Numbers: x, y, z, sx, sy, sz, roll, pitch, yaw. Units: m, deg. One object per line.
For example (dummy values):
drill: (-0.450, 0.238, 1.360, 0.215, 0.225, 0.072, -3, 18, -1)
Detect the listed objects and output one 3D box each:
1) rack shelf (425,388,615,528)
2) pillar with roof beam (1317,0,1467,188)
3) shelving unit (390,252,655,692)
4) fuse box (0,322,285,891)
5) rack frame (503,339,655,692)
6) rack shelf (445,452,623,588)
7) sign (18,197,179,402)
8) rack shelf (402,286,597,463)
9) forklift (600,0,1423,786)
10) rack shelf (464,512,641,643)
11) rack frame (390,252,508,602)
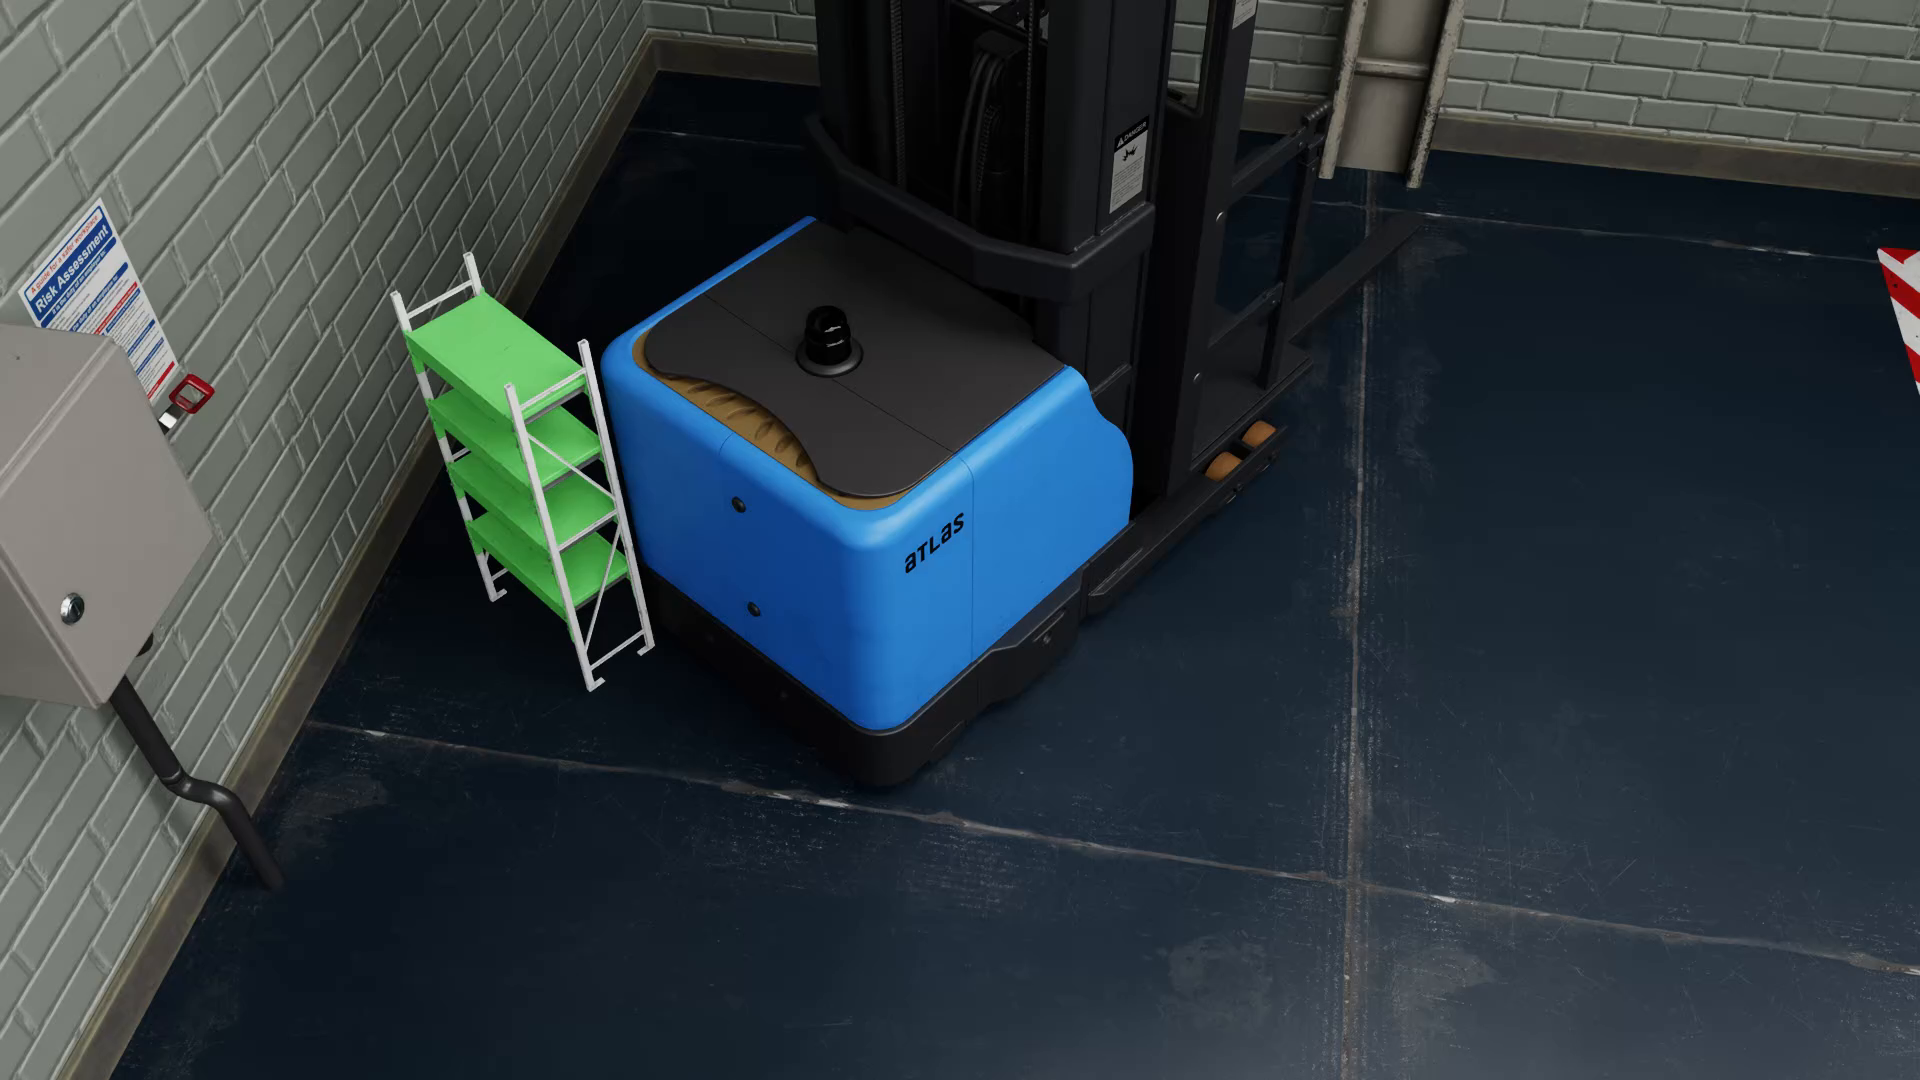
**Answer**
rack shelf: (-1.175, -0.270, 4.449, 0.480, 0.148, 0.258, 36, 57, 28)
pillar with roof beam: (0.860, -1.366, 0.428, 0.400, 9.000, 9.100, 8, 49, 7)
shelving unit: (-1.175, -0.152, 4.580, 0.503, 1.200, 0.258, 36, 57, 28)
fuse box: (-1.796, 0.321, 3.811, 0.414, 1.711, 0.539, 8, 49, 7)
rack frame: (-1.000, -0.025, 4.466, 0.015, 1.200, 0.240, 36, 57, 28)
rack shelf: (-1.175, -0.109, 4.628, 0.480, 0.148, 0.258, 36, 57, 28)
sign: (-1.912, -0.466, 3.716, 0.001, 0.494, 0.329, 8, 49, 7)
rack shelf: (-1.175, -0.430, 4.270, 0.480, 0.148, 0.258, 36, 57, 28)
forklift: (0.416, -1.325, 4.470, 1.130, 2.935, 3.031, 34, 56, 26)
rack shelf: (-1.175, 0.051, 4.806, 0.480, 0.148, 0.258, 36, 57, 28)
rack frame: (-1.349, -0.279, 4.694, 0.015, 1.200, 0.240, 36, 57, 28)
